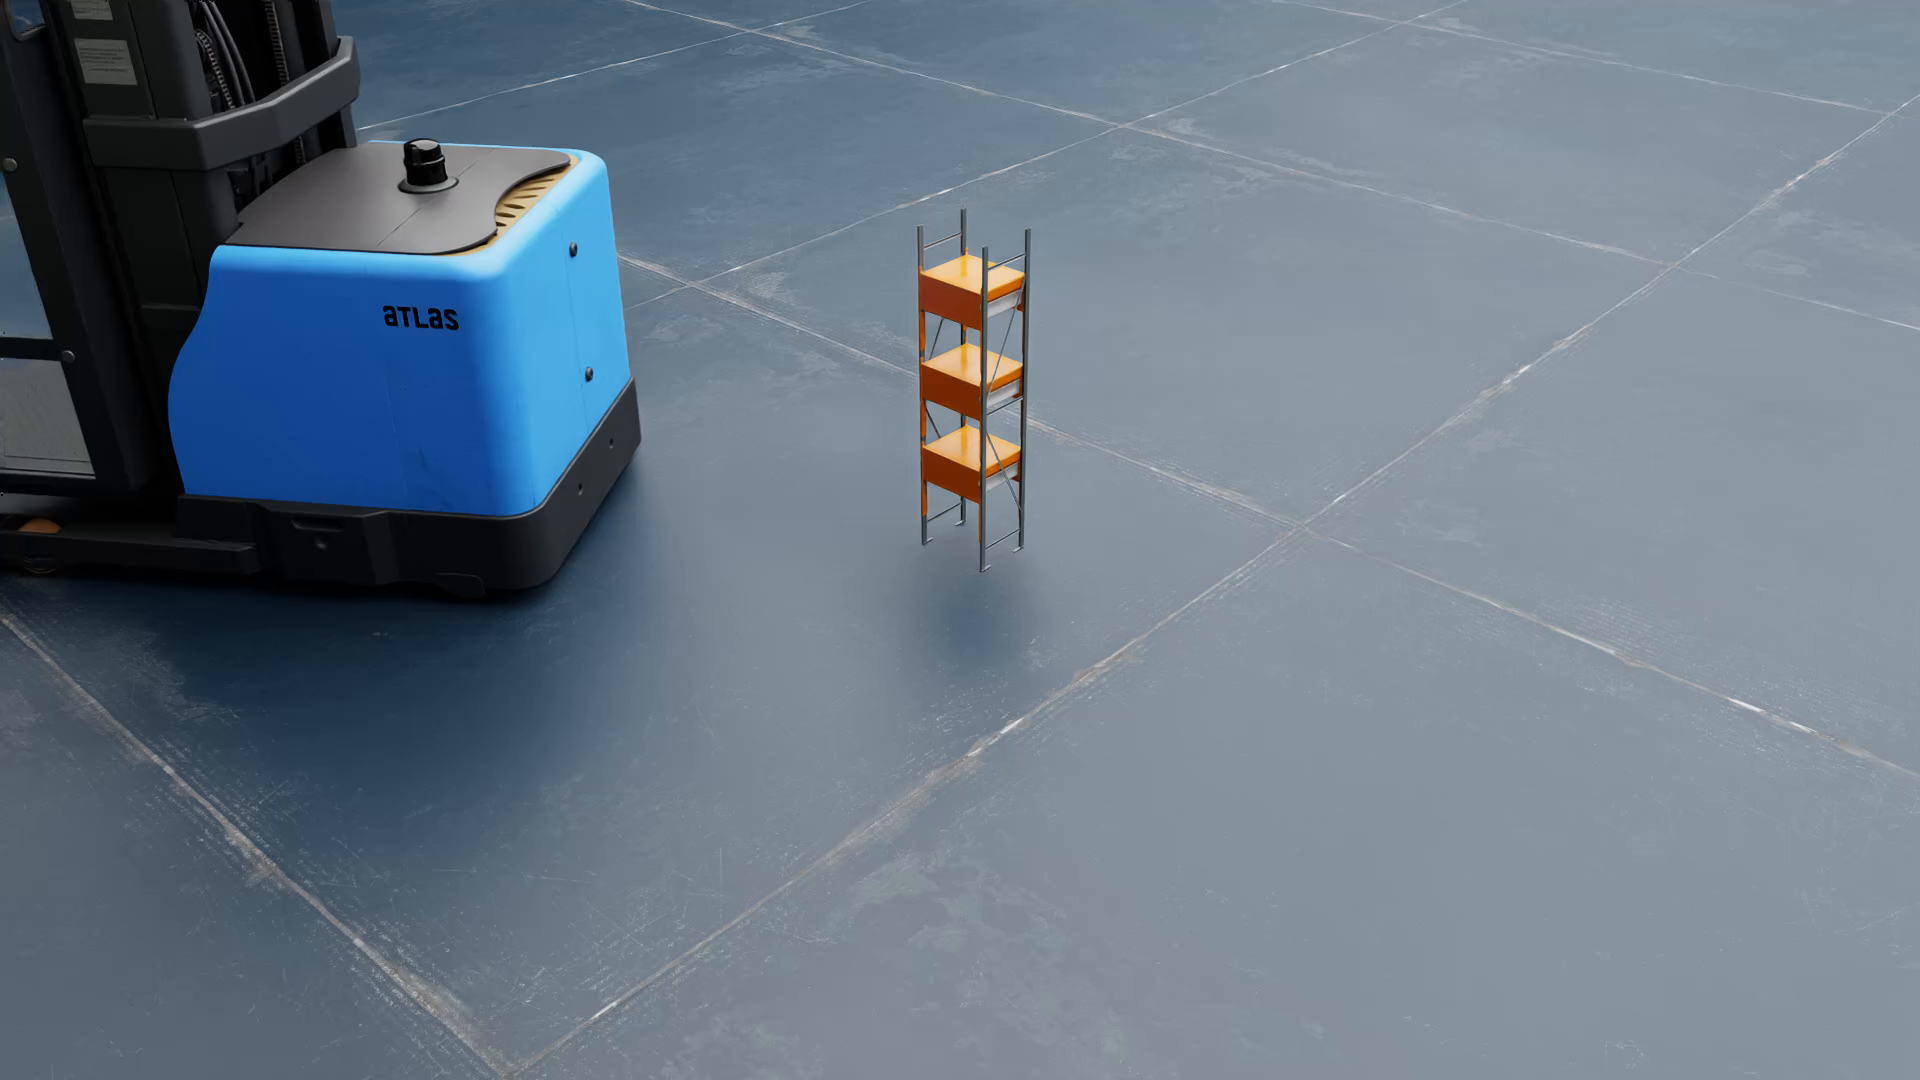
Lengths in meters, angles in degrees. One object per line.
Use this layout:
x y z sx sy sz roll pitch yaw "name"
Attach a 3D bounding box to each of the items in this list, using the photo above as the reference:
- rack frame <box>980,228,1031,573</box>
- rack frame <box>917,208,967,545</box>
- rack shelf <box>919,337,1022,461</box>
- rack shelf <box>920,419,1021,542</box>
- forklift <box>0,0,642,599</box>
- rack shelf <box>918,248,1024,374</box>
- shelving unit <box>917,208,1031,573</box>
0.130 -0.389 4.878 0.008 1.050 0.200 25 39 35 "rack frame"
-0.051 -0.473 5.019 0.008 1.050 0.200 25 39 35 "rack frame"
0.040 -0.422 4.954 0.240 0.259 0.215 25 39 35 "rack shelf"
0.040 -0.184 5.097 0.240 0.259 0.215 25 39 35 "rack shelf"
-2.646 -1.416 4.761 3.031 2.935 1.130 4 31 7 "forklift"
0.040 -0.665 4.808 0.240 0.259 0.215 25 39 35 "rack shelf"
0.040 -0.431 4.948 0.252 1.050 0.215 25 39 35 "shelving unit"
